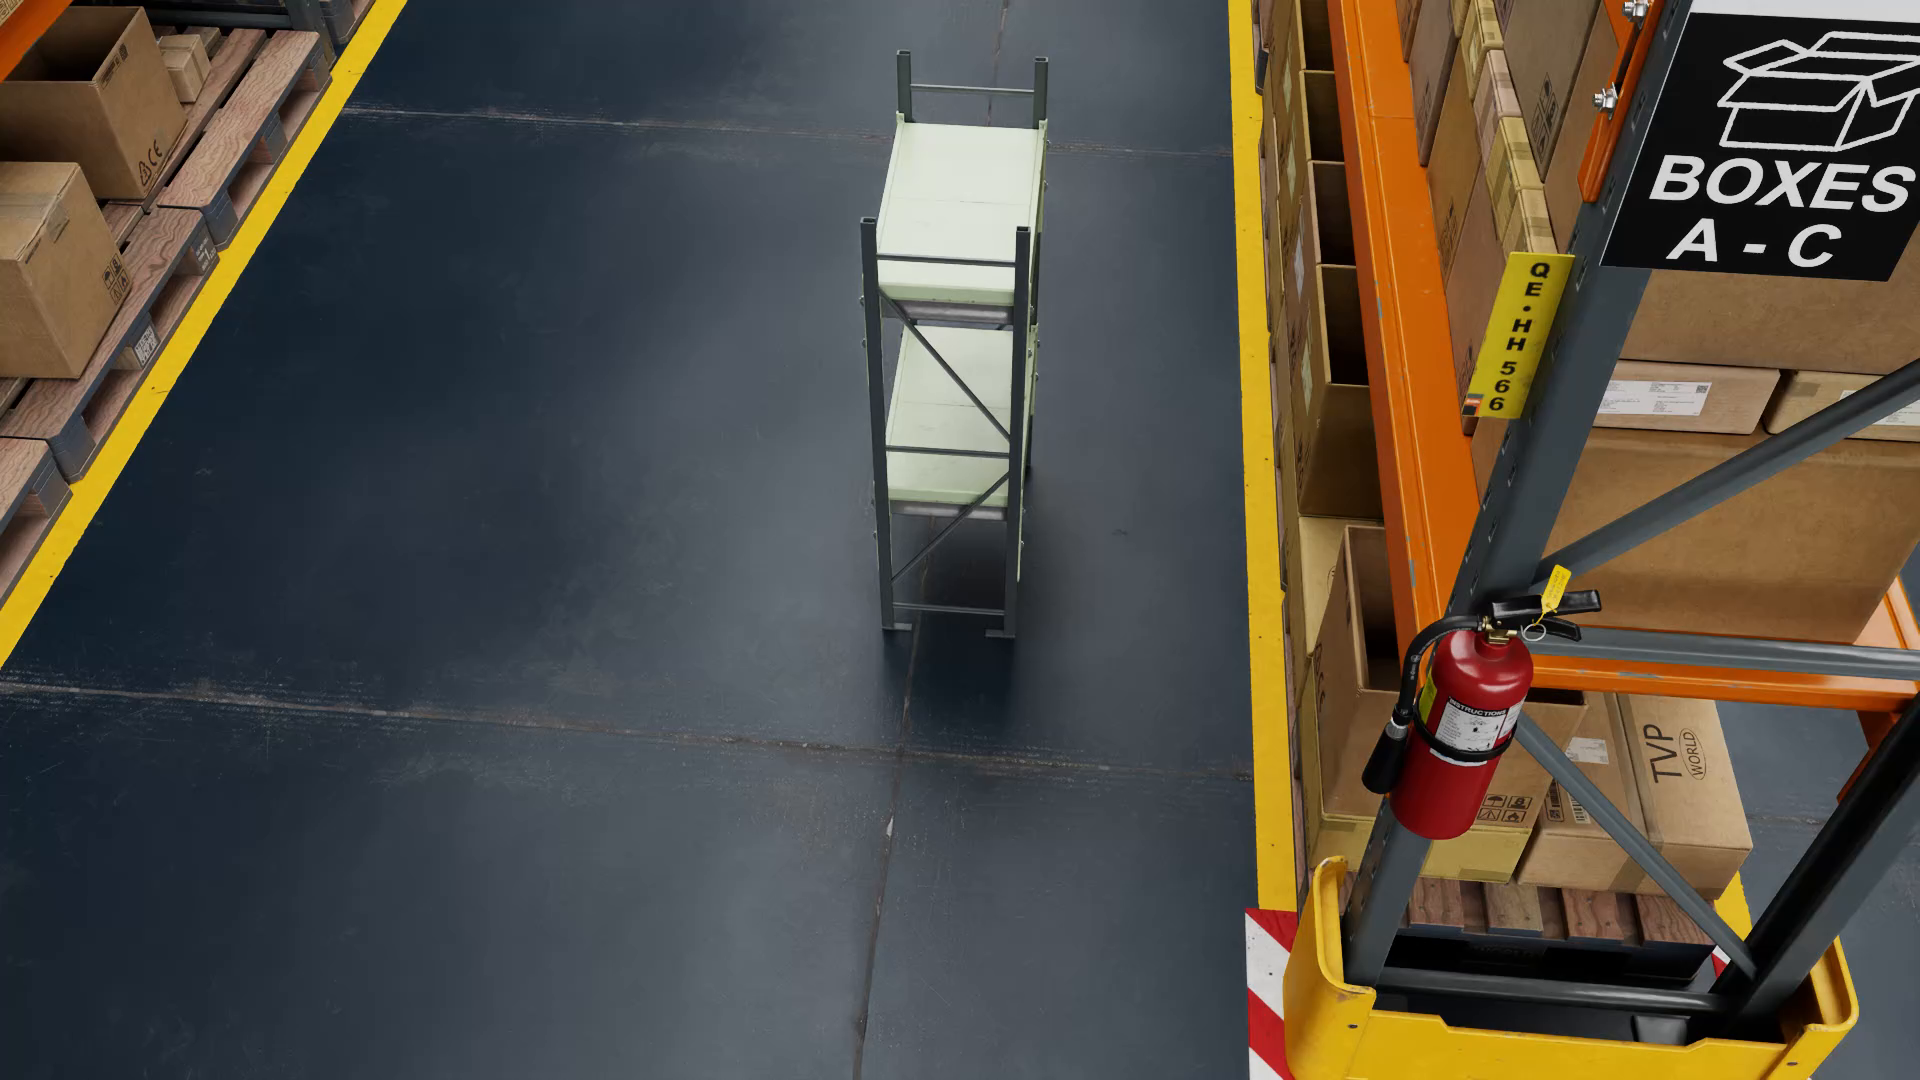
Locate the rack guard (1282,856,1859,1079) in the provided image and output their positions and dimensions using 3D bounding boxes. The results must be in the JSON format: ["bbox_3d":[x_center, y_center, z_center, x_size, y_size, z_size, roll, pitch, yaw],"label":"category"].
[{"bbox_3d":[1.393,1.070,3.932,1.175,0.500,0.348,4,48,4],"label":"rack guard"}]

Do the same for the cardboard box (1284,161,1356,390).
[{"bbox_3d":[1.271,-0.775,4.997,0.500,0.500,0.500,4,48,4],"label":"cardboard box"}]

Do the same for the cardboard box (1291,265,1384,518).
[{"bbox_3d":[1.224,-0.408,4.661,0.500,0.500,0.500,4,48,4],"label":"cardboard box"}]

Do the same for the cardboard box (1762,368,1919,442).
[{"bbox_3d":[1.646,-0.317,3.000,0.380,0.149,0.250,4,48,3],"label":"cardboard box"}]

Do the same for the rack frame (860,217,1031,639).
[{"bbox_3d":[-0.034,-0.232,4.446,0.400,1.500,0.023,4,48,4],"label":"rack frame"}]

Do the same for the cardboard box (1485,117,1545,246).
[{"bbox_3d":[1.286,-0.717,3.366,0.380,0.149,0.250,3,48,3],"label":"cardboard box"}]

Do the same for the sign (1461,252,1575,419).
[{"bbox_3d":[0.856,-0.308,2.554,0.100,0.325,0.005,4,48,4],"label":"sign"}]

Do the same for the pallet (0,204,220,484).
[{"bbox_3d":[-3.308,-0.725,5.770,1.003,0.211,1.213,4,48,4],"label":"pallet"}]

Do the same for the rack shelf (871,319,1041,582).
[{"bbox_3d":[-0.001,-0.281,4.933,0.431,0.370,0.720,4,48,4],"label":"rack shelf"}]

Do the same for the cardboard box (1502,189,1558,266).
[{"bbox_3d":[1.263,-0.530,3.194,0.380,0.149,0.250,5,48,5],"label":"cardboard box"}]

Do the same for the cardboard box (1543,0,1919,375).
[{"bbox_3d":[1.455,-0.644,2.859,0.700,0.500,0.500,4,48,4],"label":"cardboard box"}]

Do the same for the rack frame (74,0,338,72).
[{"bbox_3d":[-3.173,-3.061,6.017,1.000,3.000,0.127,4,48,4],"label":"rack frame"}]

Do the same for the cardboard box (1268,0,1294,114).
[{"bbox_3d":[1.406,-1.877,6.005,0.500,0.500,0.500,4,48,4],"label":"cardboard box"}]

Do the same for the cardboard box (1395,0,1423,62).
[{"bbox_3d":[1.635,-1.681,4.687,0.700,0.500,0.500,5,48,4],"label":"cardboard box"}]

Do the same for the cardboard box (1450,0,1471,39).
[{"bbox_3d":[1.357,-1.289,3.889,0.380,0.149,0.250,5,48,5],"label":"cardboard box"}]

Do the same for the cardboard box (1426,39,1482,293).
[{"bbox_3d":[1.545,-0.918,3.989,0.700,0.500,0.500,4,48,4],"label":"cardboard box"}]

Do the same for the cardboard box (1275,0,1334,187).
[{"bbox_3d":[1.368,-1.509,5.668,0.500,0.500,0.500,4,48,4],"label":"cardboard box"}]

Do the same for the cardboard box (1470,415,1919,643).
[{"bbox_3d":[1.451,-0.167,3.302,0.700,0.500,0.500,4,48,4],"label":"cardboard box"}]

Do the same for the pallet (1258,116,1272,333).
[{"bbox_3d":[1.646,-1.208,6.211,1.003,0.211,1.213,4,48,4],"label":"pallet"}]

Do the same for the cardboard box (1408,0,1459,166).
[{"bbox_3d":[1.589,-1.305,4.343,0.700,0.500,0.500,5,48,5],"label":"cardboard box"}]

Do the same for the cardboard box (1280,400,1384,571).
[{"bbox_3d":[1.227,-0.154,4.937,0.500,0.250,0.500,4,48,4],"label":"cardboard box"}]

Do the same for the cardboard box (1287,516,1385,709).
[{"bbox_3d":[1.184,0.213,4.601,0.500,0.250,0.500,4,48,4],"label":"cardboard box"}]

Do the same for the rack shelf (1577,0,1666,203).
[{"bbox_3d":[1.578,-2.030,3.529,1.077,0.370,4.000,4,48,4],"label":"rack shelf"}]

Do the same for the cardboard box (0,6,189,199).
[{"bbox_3d":[-3.228,-1.600,6.077,0.500,0.500,0.500,1,48,1],"label":"cardboard box"}]

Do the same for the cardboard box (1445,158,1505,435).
[{"bbox_3d":[1.494,-0.553,3.655,0.700,0.500,0.500,5,48,5],"label":"cardboard box"}]

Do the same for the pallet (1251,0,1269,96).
[{"bbox_3d":[1.788,-2.333,7.241,1.003,0.211,1.213,4,48,4],"label":"pallet"}]

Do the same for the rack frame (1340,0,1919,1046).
[{"bbox_3d":[1.395,0.209,3.026,1.000,3.000,0.127,4,48,4],"label":"rack frame"}]

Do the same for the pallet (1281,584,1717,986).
[{"bbox_3d":[1.423,0.585,4.571,1.003,0.211,1.213,4,48,4],"label":"pallet"}]

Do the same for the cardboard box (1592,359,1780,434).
[{"bbox_3d":[1.240,-0.337,3.018,0.380,0.149,0.250,3,48,3],"label":"cardboard box"}]

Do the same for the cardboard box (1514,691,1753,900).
[{"bbox_3d":[1.666,0.616,4.232,0.500,0.250,0.500,4,48,4],"label":"cardboard box"}]

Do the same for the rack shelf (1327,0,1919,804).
[{"bbox_3d":[1.578,-1.018,4.636,1.077,0.370,4.000,4,48,4],"label":"rack shelf"}]

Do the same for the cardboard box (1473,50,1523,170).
[{"bbox_3d":[1.311,-0.902,3.535,0.380,0.149,0.250,4,48,4],"label":"cardboard box"}]

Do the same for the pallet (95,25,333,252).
[{"bbox_3d":[-3.199,-1.624,6.592,1.003,0.211,1.213,4,48,4],"label":"pallet"}]

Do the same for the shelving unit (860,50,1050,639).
[{"bbox_3d":[-0.001,-0.501,4.692,0.431,1.500,0.755,4,48,4],"label":"shelving unit"}]

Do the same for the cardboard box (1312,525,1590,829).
[{"bbox_3d":[1.148,0.328,3.988,0.500,0.500,0.500,4,48,4],"label":"cardboard box"}]

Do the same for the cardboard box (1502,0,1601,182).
[{"bbox_3d":[1.498,-1.030,3.213,0.700,0.500,0.500,3,48,3],"label":"cardboard box"}]

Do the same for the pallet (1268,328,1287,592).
[{"bbox_3d":[1.537,-0.309,5.389,1.003,0.211,1.213,4,48,4],"label":"pallet"}]

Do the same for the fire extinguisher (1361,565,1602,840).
[{"bbox_3d":[0.922,0.291,3.004,0.296,0.674,0.183,4,48,4],"label":"fire extinguisher"}]

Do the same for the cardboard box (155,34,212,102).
[{"bbox_3d":[-3.192,-1.858,6.538,0.380,0.166,0.250,-2,48,-2],"label":"cardboard box"}]

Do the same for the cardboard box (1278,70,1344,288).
[{"bbox_3d":[1.315,-1.142,5.333,0.500,0.500,0.500,4,48,4],"label":"cardboard box"}]

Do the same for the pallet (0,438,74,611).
[{"bbox_3d":[-3.422,0.169,4.952,1.003,0.211,1.213,4,48,4],"label":"pallet"}]

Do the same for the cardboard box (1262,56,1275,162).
[{"bbox_3d":[1.416,-1.624,6.281,0.500,0.250,0.500,4,48,4],"label":"cardboard box"}]

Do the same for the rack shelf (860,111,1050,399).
[{"bbox_3d":[-0.001,-0.765,4.404,0.431,0.370,0.720,4,48,4],"label":"rack shelf"}]

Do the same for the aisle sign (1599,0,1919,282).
[{"bbox_3d":[1.097,-0.640,2.041,0.394,0.787,0.004,4,48,4],"label":"aisle sign"}]

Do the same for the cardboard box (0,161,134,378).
[{"bbox_3d":[-3.217,-0.883,5.421,0.700,0.500,0.500,1,48,1],"label":"cardboard box"}]

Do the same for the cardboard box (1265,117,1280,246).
[{"bbox_3d":[1.365,-1.256,5.945,0.500,0.250,0.500,4,48,4],"label":"cardboard box"}]

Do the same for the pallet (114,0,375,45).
[{"bbox_3d":[-3.104,-2.692,7.569,1.003,0.211,1.213,4,48,4],"label":"pallet"}]

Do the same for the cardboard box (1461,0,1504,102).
[{"bbox_3d":[1.335,-1.095,3.712,0.380,0.149,0.250,5,48,5],"label":"cardboard box"}]

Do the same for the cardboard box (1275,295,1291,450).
[{"bbox_3d":[1.275,-0.522,5.273,0.500,0.250,0.500,4,48,4],"label":"cardboard box"}]

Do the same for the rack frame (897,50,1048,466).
[{"bbox_3d":[0.033,-0.770,4.938,0.400,1.500,0.023,4,48,4],"label":"rack frame"}]

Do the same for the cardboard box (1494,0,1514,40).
[{"bbox_3d":[1.543,-1.401,3.552,0.700,0.500,0.500,4,48,4],"label":"cardboard box"}]

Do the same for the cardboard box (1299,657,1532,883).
[{"bbox_3d":[1.150,0.581,4.264,0.500,0.250,0.500,4,48,4],"label":"cardboard box"}]

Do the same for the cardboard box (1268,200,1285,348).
[{"bbox_3d":[1.314,-0.889,5.609,0.500,0.250,0.500,4,48,4],"label":"cardboard box"}]

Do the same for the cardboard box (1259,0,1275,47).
[{"bbox_3d":[1.509,-2.268,6.871,0.500,0.250,0.500,3,48,3],"label":"cardboard box"}]
